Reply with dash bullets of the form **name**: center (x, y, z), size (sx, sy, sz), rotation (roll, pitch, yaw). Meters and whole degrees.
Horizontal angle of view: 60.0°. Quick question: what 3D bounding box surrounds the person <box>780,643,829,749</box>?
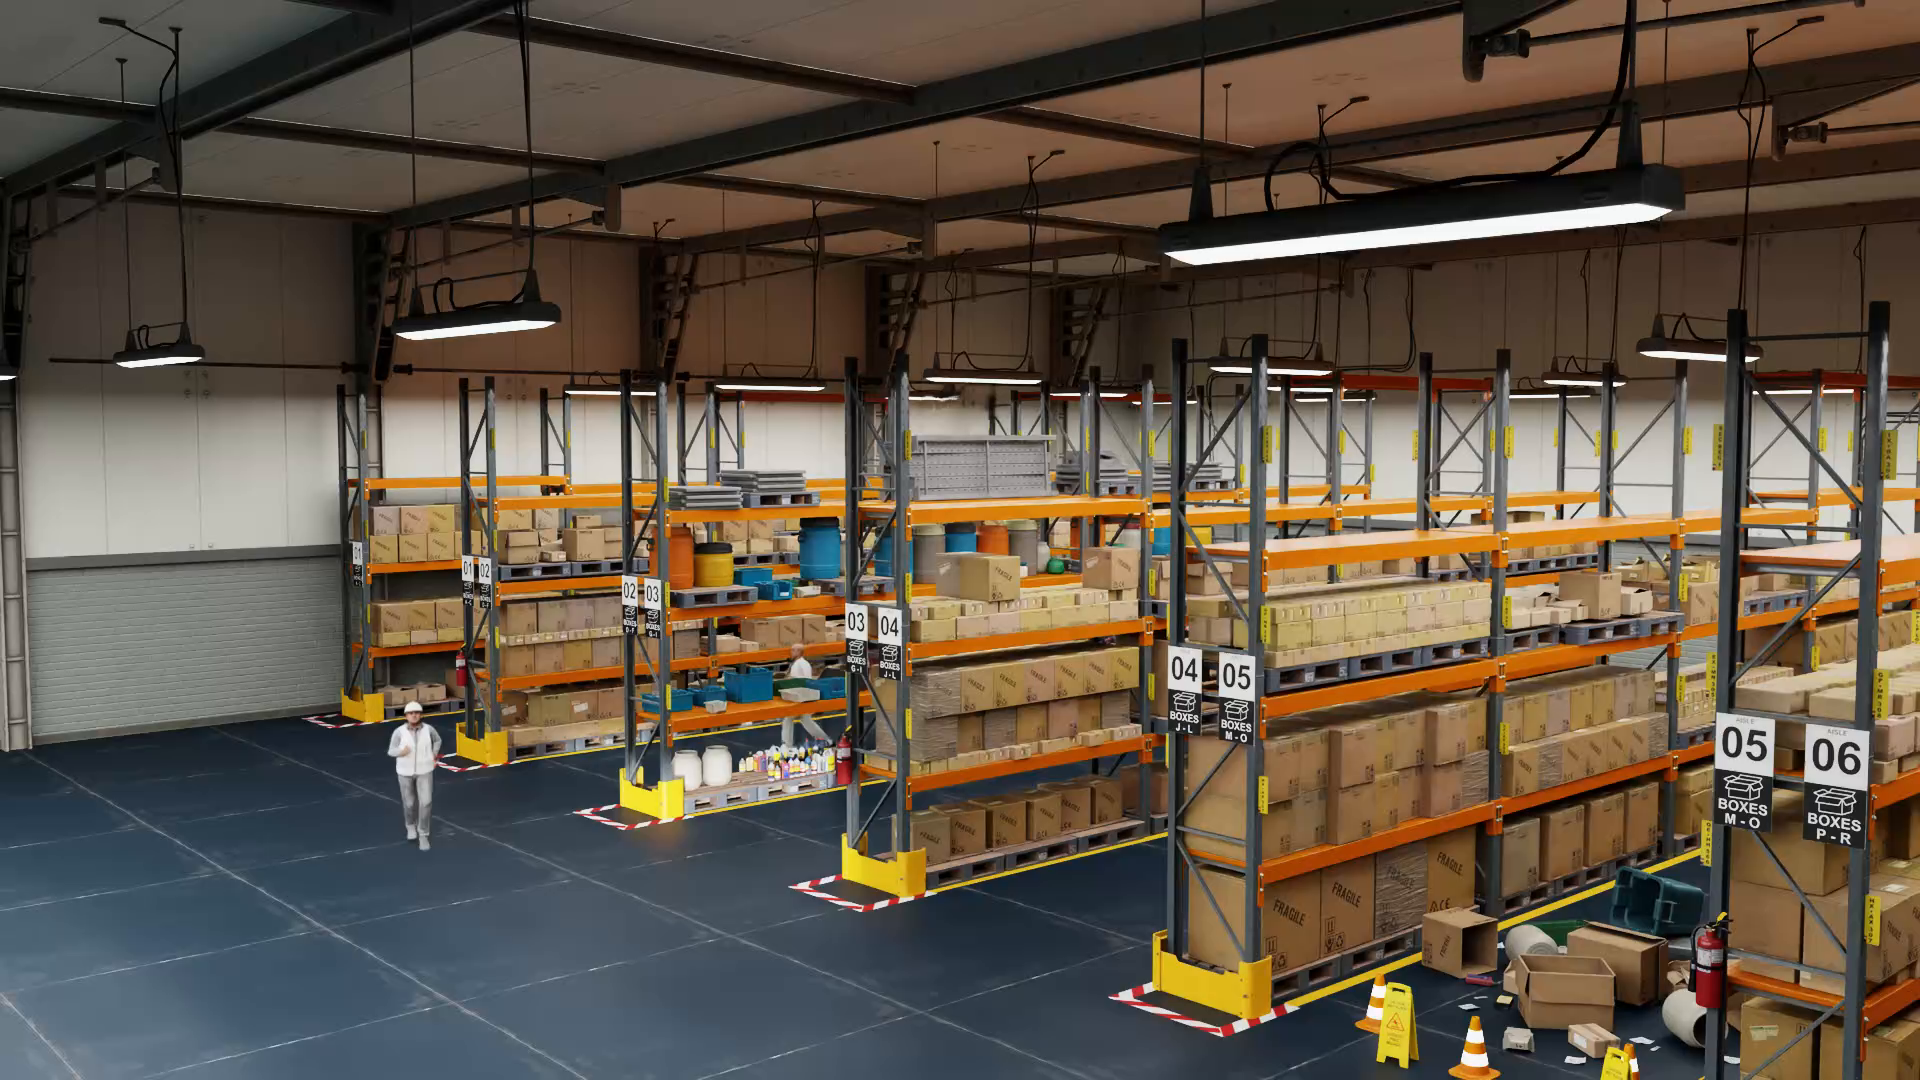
- **person**: center (-2.505, 2.541, 26.376), size (0.978, 1.816, 0.680), rotation (-2, 4, -32)

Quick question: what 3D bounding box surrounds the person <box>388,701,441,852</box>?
- **person**: center (-6.769, 2.914, 20.670), size (0.641, 1.820, 0.740), rotation (-1, 4, -19)
